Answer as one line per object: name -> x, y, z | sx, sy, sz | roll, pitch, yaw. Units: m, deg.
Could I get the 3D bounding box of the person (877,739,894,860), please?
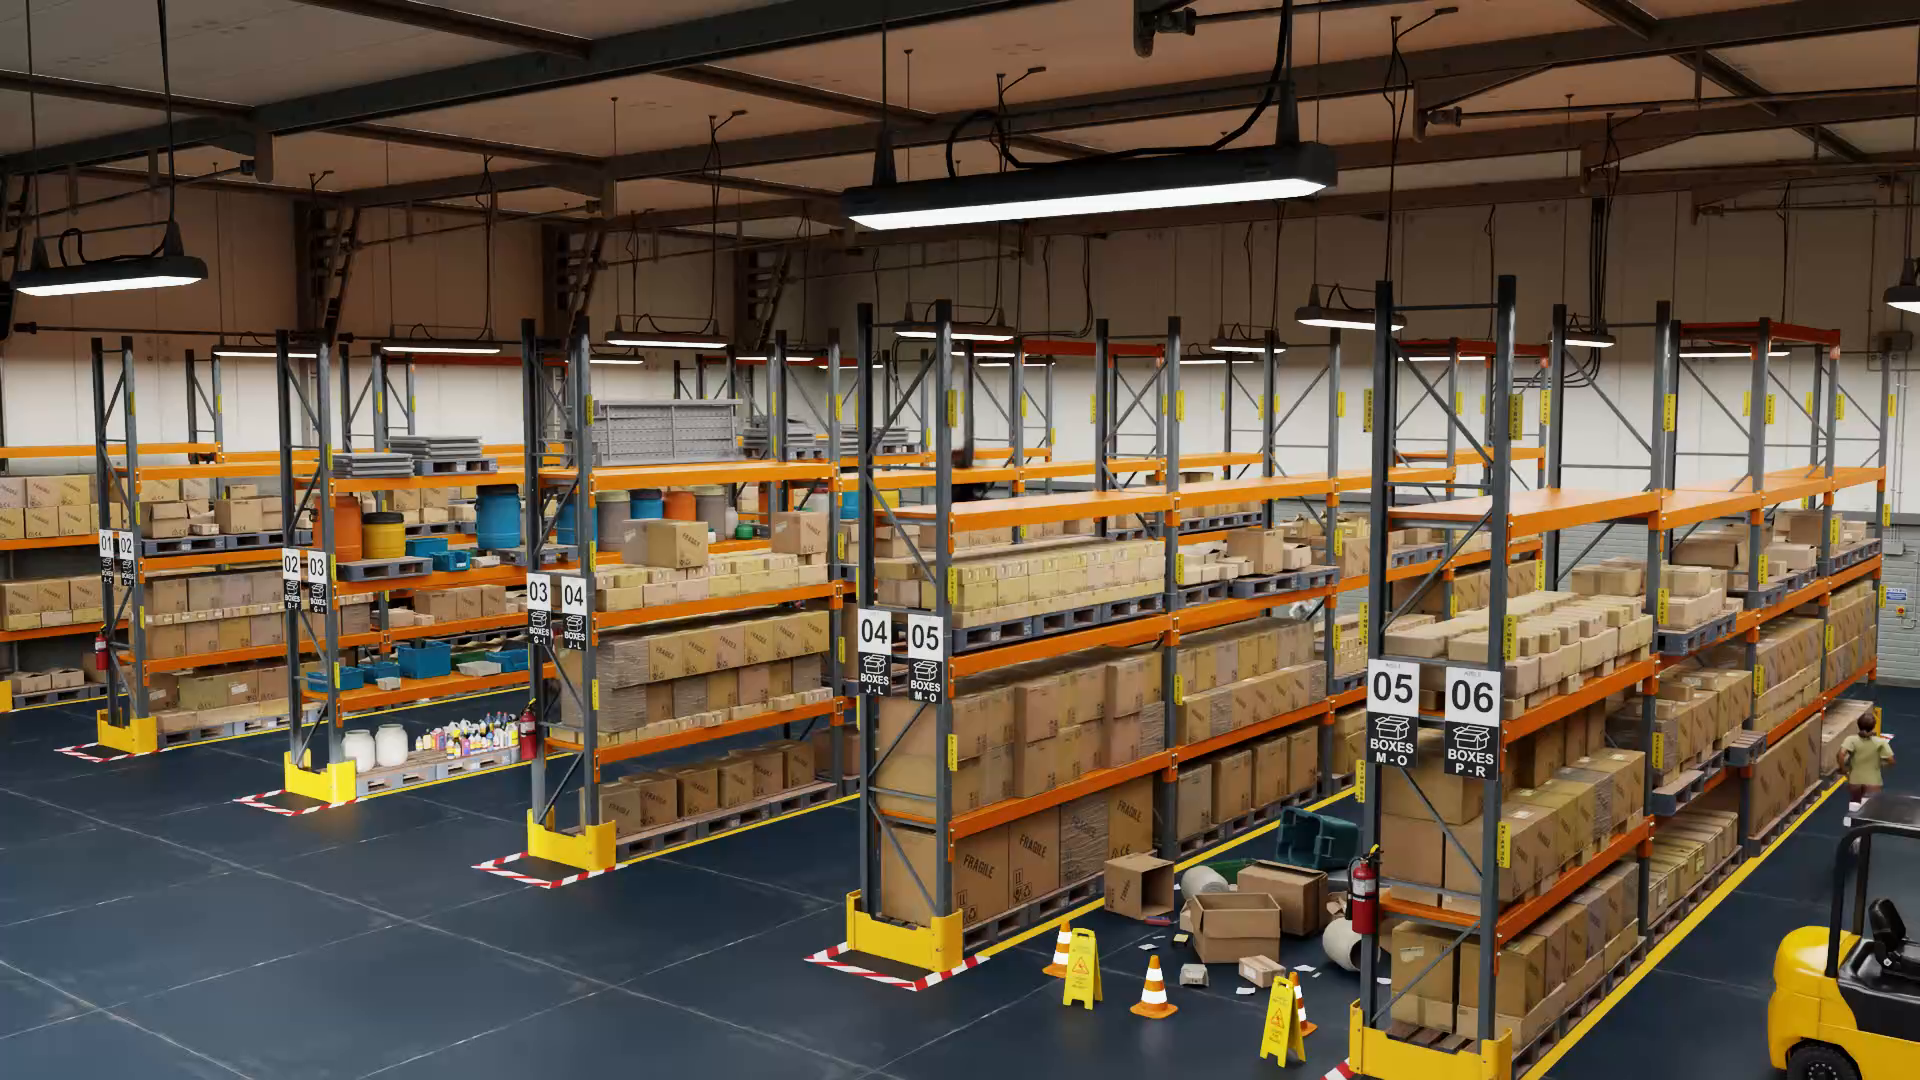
person -> -0.721, 2.726, 18.215 | 0.653, 1.678, 0.695 | 3, 6, 28

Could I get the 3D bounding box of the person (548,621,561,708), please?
person -> -6.712, 1.931, 26.975 | 0.676, 1.802, 0.834 | 3, 6, 31

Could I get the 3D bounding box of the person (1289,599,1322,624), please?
person -> 6.519, 1.673, 31.135 | 0.609, 1.609, 0.709 | -3, 6, -27

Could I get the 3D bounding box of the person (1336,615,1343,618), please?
person -> 5.920, 2.037, 25.991 | 0.705, 1.727, 0.661 | 3, 6, 33

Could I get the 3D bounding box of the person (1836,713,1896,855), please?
person -> 10.010, 2.747, 18.380 | 0.545, 1.671, 1.125 | 4, 6, 39
